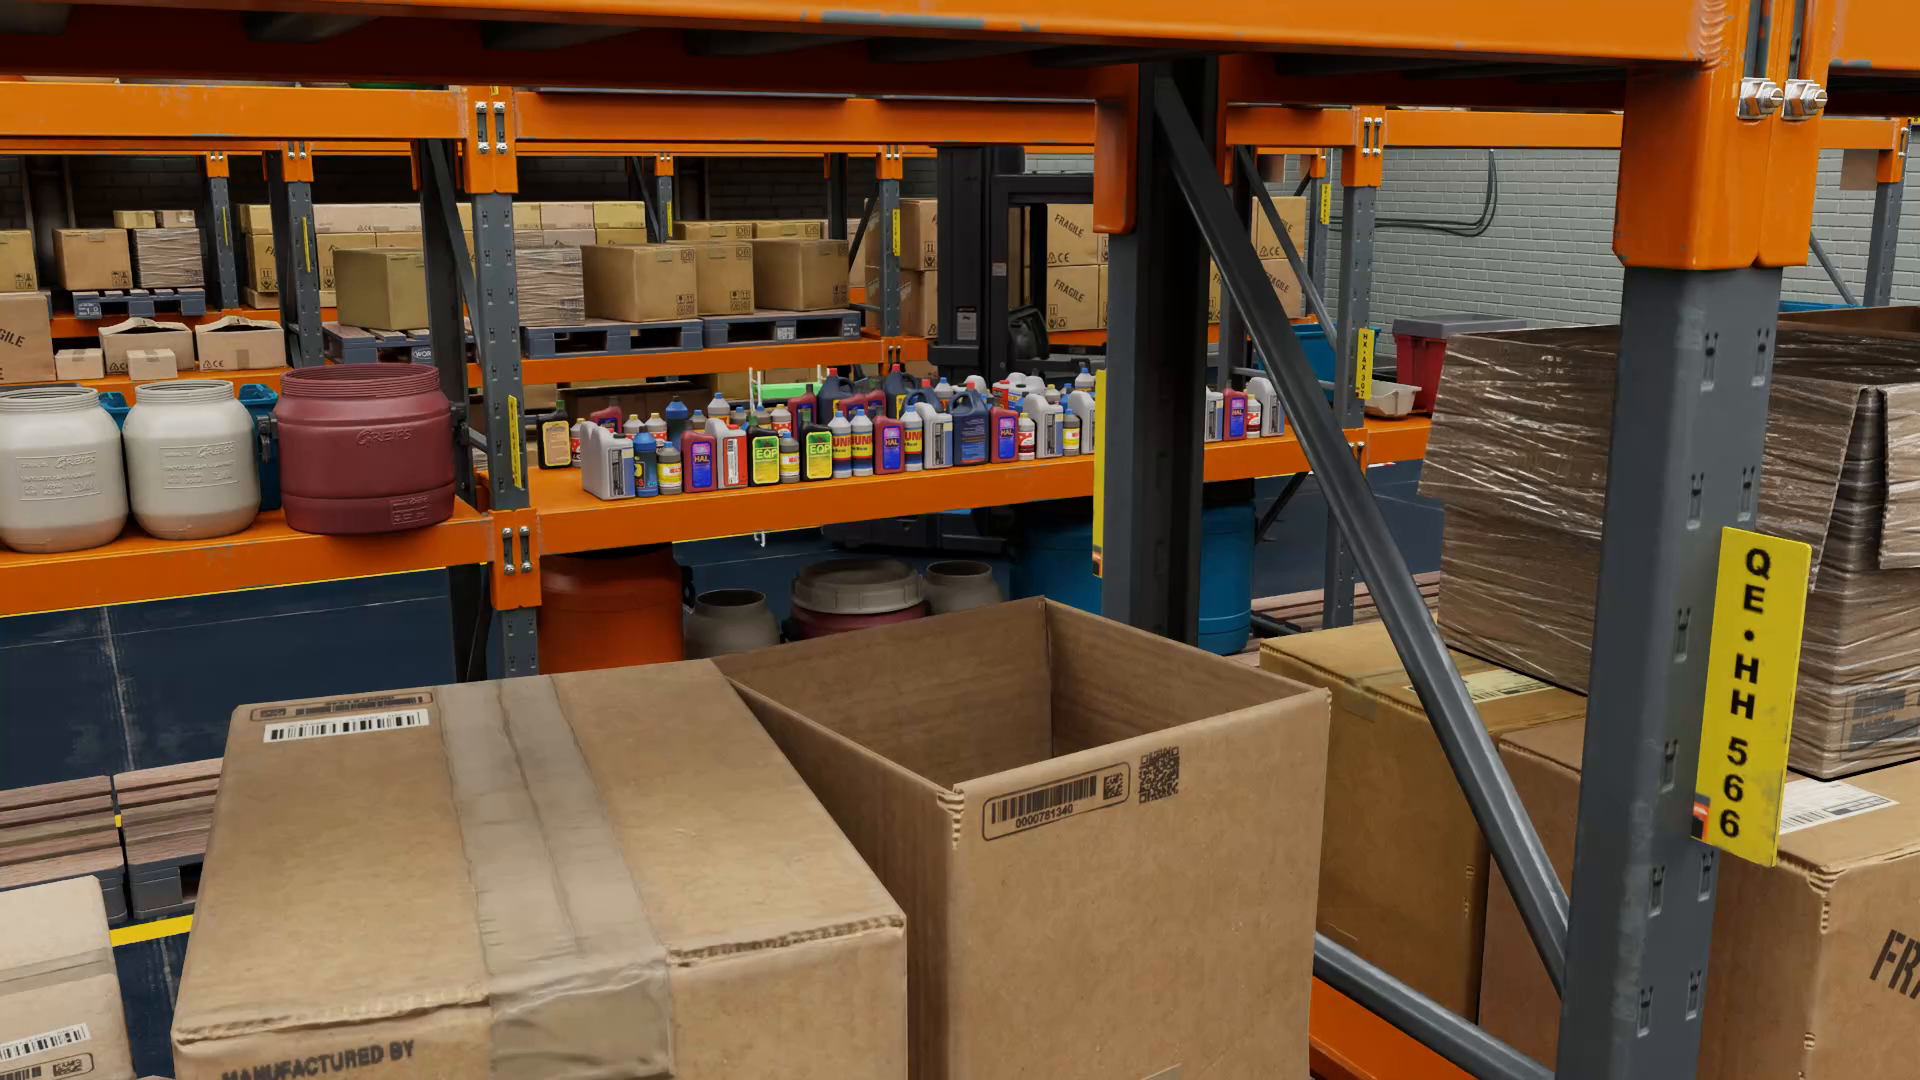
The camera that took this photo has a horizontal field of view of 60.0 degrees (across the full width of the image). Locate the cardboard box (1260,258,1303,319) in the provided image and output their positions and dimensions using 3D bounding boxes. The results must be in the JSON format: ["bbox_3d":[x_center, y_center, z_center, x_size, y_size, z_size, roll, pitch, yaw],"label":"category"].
[{"bbox_3d":[2.520,-2.124,13.986,0.500,0.500,0.500,-6,14,-26],"label":"cardboard box"}]

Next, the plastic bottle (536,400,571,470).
[{"bbox_3d":[-1.718,-0.446,7.023,0.133,0.283,0.061,-7,14,-28],"label":"plastic bottle"}]

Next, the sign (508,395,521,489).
[{"bbox_3d":[-1.599,-0.352,5.970,0.005,0.325,0.100,-7,14,-28],"label":"sign"}]

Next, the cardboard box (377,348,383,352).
[{"bbox_3d":[-5.135,-1.586,15.765,0.750,0.750,0.750,-7,14,-28],"label":"cardboard box"}]

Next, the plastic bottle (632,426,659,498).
[{"bbox_3d":[-1.219,-0.305,6.426,0.097,0.271,0.097,0,13,0],"label":"plastic bottle"}]

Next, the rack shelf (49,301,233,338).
[{"bbox_3d":[-8.371,-1.726,14.084,4.000,0.370,1.077,-7,14,-28],"label":"rack shelf"}]

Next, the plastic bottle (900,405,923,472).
[{"bbox_3d":[-0.205,-0.427,6.966,0.097,0.271,0.097,0,13,0],"label":"plastic bottle"}]

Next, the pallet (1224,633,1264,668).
[{"bbox_3d":[0.945,0.635,8.307,1.213,0.211,1.003,-7,14,-28],"label":"pallet"}]

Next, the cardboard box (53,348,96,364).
[{"bbox_3d":[-7.753,-1.514,14.489,0.500,0.250,0.500,-7,14,-27],"label":"cardboard box"}]

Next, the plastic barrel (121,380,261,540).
[{"bbox_3d":[-2.669,-0.283,5.780,0.421,0.512,0.421,0,13,0],"label":"plastic barrel"}]

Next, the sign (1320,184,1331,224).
[{"bbox_3d":[3.031,-2.784,13.793,0.005,0.325,0.100,-7,14,-28],"label":"sign"}]

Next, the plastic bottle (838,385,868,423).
[{"bbox_3d":[-0.483,-0.558,7.521,0.133,0.283,0.061,-7,14,-28],"label":"plastic bottle"}]

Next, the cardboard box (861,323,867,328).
[{"bbox_3d":[-1.033,-2.283,18.180,0.250,0.149,0.380,-7,14,-27],"label":"cardboard box"}]

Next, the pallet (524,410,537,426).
[{"bbox_3d":[-4.818,-1.123,16.116,1.213,0.211,1.003,-7,14,-28],"label":"pallet"}]

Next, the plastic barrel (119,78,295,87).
[{"bbox_3d":[-2.693,-2.041,5.874,0.600,0.901,0.600,0,13,0],"label":"plastic barrel"}]

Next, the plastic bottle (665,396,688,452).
[{"bbox_3d":[-1.235,-0.493,7.262,0.097,0.271,0.097,0,13,0],"label":"plastic bottle"}]

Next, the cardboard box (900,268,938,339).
[{"bbox_3d":[-0.150,-1.803,12.563,0.500,0.500,0.500,-6,14,-26],"label":"cardboard box"}]

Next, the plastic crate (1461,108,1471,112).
[{"bbox_3d":[2.576,-2.341,8.946,0.466,0.136,0.293,-7,14,-28],"label":"plastic crate"}]

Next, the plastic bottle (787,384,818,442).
[{"bbox_3d":[-0.715,-0.566,7.558,0.133,0.283,0.061,-7,14,-28],"label":"plastic bottle"}]

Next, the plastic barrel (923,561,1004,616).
[{"bbox_3d":[-0.003,0.381,7.795,0.421,0.512,0.421,0,13,0],"label":"plastic barrel"}]

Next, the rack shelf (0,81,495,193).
[{"bbox_3d":[-3.624,-1.280,5.271,4.000,0.370,1.077,-7,14,-28],"label":"rack shelf"}]

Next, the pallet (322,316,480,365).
[{"bbox_3d":[-3.677,-1.324,11.097,1.003,0.211,1.213,-7,14,-28],"label":"pallet"}]

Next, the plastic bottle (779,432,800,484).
[{"bbox_3d":[-0.696,-0.334,6.713,0.097,0.201,0.097,0,13,0],"label":"plastic bottle"}]

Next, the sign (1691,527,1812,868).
[{"bbox_3d":[0.773,0.154,1.636,0.005,0.325,0.100,-7,14,-28],"label":"sign"}]

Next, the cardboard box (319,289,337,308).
[{"bbox_3d":[-5.716,-2.201,15.083,0.250,0.149,0.380,-6,14,-26],"label":"cardboard box"}]

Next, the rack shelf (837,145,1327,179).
[{"bbox_3d":[1.028,-3.076,13.254,4.000,0.370,1.077,-7,14,-28],"label":"rack shelf"}]

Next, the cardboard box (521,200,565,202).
[{"bbox_3d":[-4.089,-3.223,16.439,0.500,0.250,0.500,-7,14,-27],"label":"cardboard box"}]

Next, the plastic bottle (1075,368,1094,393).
[{"bbox_3d":[0.617,-0.715,8.248,0.097,0.271,0.097,0,13,0],"label":"plastic bottle"}]

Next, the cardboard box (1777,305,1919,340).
[{"bbox_3d":[1.727,-0.103,2.724,0.637,0.503,0.797,-6,14,-27],"label":"cardboard box"}]

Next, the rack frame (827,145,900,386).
[{"bbox_3d":[-0.728,-1.754,12.569,0.127,3.000,1.000,-7,14,-28],"label":"rack frame"}]

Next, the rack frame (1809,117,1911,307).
[{"bbox_3d":[5.153,-1.219,10.196,0.127,3.000,1.000,-7,14,-28],"label":"rack frame"}]

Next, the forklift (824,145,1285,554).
[{"bbox_3d":[0.646,-1.377,11.051,3.031,2.935,1.130,4,13,16],"label":"forklift"}]

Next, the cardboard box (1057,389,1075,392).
[{"bbox_3d":[0.919,-0.949,13.678,0.637,0.503,0.797,-7,14,-28],"label":"cardboard box"}]

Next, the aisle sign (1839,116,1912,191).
[{"bbox_3d":[5.357,-2.439,9.693,0.004,0.787,0.394,-7,14,-28],"label":"aisle sign"}]

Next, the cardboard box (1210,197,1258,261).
[{"bbox_3d":[2.081,-2.558,13.638,0.500,0.500,0.500,-6,14,-26],"label":"cardboard box"}]

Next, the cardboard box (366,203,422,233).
[{"bbox_3d":[-5.185,-2.965,15.292,0.500,0.250,0.500,-7,14,-27],"label":"cardboard box"}]

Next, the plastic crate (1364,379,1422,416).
[{"bbox_3d":[2.119,-0.721,8.443,0.243,0.136,0.396,-7,14,-28],"label":"plastic crate"}]

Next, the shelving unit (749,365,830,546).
[{"bbox_3d":[-1.165,-0.588,11.491,0.503,1.200,0.258,-5,14,-21],"label":"shelving unit"}]

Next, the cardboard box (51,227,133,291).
[{"bbox_3d":[-7.501,-2.435,14.368,0.500,0.500,0.700,-8,15,-33],"label":"cardboard box"}]

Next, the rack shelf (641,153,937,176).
[{"bbox_3d":[-1.349,-4.031,17.494,4.000,0.370,1.077,-7,14,-28],"label":"rack shelf"}]

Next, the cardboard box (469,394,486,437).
[{"bbox_3d":[-3.483,-0.844,11.511,0.500,0.250,0.500,-6,14,-26],"label":"cardboard box"}]

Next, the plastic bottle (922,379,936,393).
[{"bbox_3d":[-0.163,-0.622,7.832,0.097,0.271,0.097,0,13,0],"label":"plastic bottle"}]

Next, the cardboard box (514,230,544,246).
[{"bbox_3d":[-4.277,-2.708,15.857,0.500,0.500,0.500,-7,14,-28],"label":"cardboard box"}]

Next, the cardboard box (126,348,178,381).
[{"bbox_3d":[-4.896,-1.062,10.070,0.250,0.149,0.380,-7,14,-28],"label":"cardboard box"}]

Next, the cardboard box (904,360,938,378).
[{"bbox_3d":[-0.599,-1.968,18.261,0.500,0.500,0.700,-7,14,-28],"label":"cardboard box"}]

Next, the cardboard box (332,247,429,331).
[{"bbox_3d":[-3.740,-1.674,11.033,0.700,0.500,0.500,11,17,41],"label":"cardboard box"}]

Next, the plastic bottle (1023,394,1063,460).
[{"bbox_3d":[0.366,-0.504,7.301,0.135,0.276,0.152,-7,14,-28],"label":"plastic bottle"}]

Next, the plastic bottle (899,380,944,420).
[{"bbox_3d":[-0.166,-0.514,7.174,0.185,0.351,0.144,-7,14,-28],"label":"plastic bottle"}]

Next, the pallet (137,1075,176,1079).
[{"bbox_3d":[-1.213,0.886,1.275,1.213,0.211,1.003,-7,14,-28],"label":"pallet"}]

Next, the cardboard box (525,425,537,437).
[{"bbox_3d":[-3.076,-0.526,11.805,0.500,0.500,0.500,-7,15,-30],"label":"cardboard box"}]

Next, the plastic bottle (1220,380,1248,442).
[{"bbox_3d":[1.270,-0.605,7.730,0.133,0.283,0.061,-7,14,-28],"label":"plastic bottle"}]
